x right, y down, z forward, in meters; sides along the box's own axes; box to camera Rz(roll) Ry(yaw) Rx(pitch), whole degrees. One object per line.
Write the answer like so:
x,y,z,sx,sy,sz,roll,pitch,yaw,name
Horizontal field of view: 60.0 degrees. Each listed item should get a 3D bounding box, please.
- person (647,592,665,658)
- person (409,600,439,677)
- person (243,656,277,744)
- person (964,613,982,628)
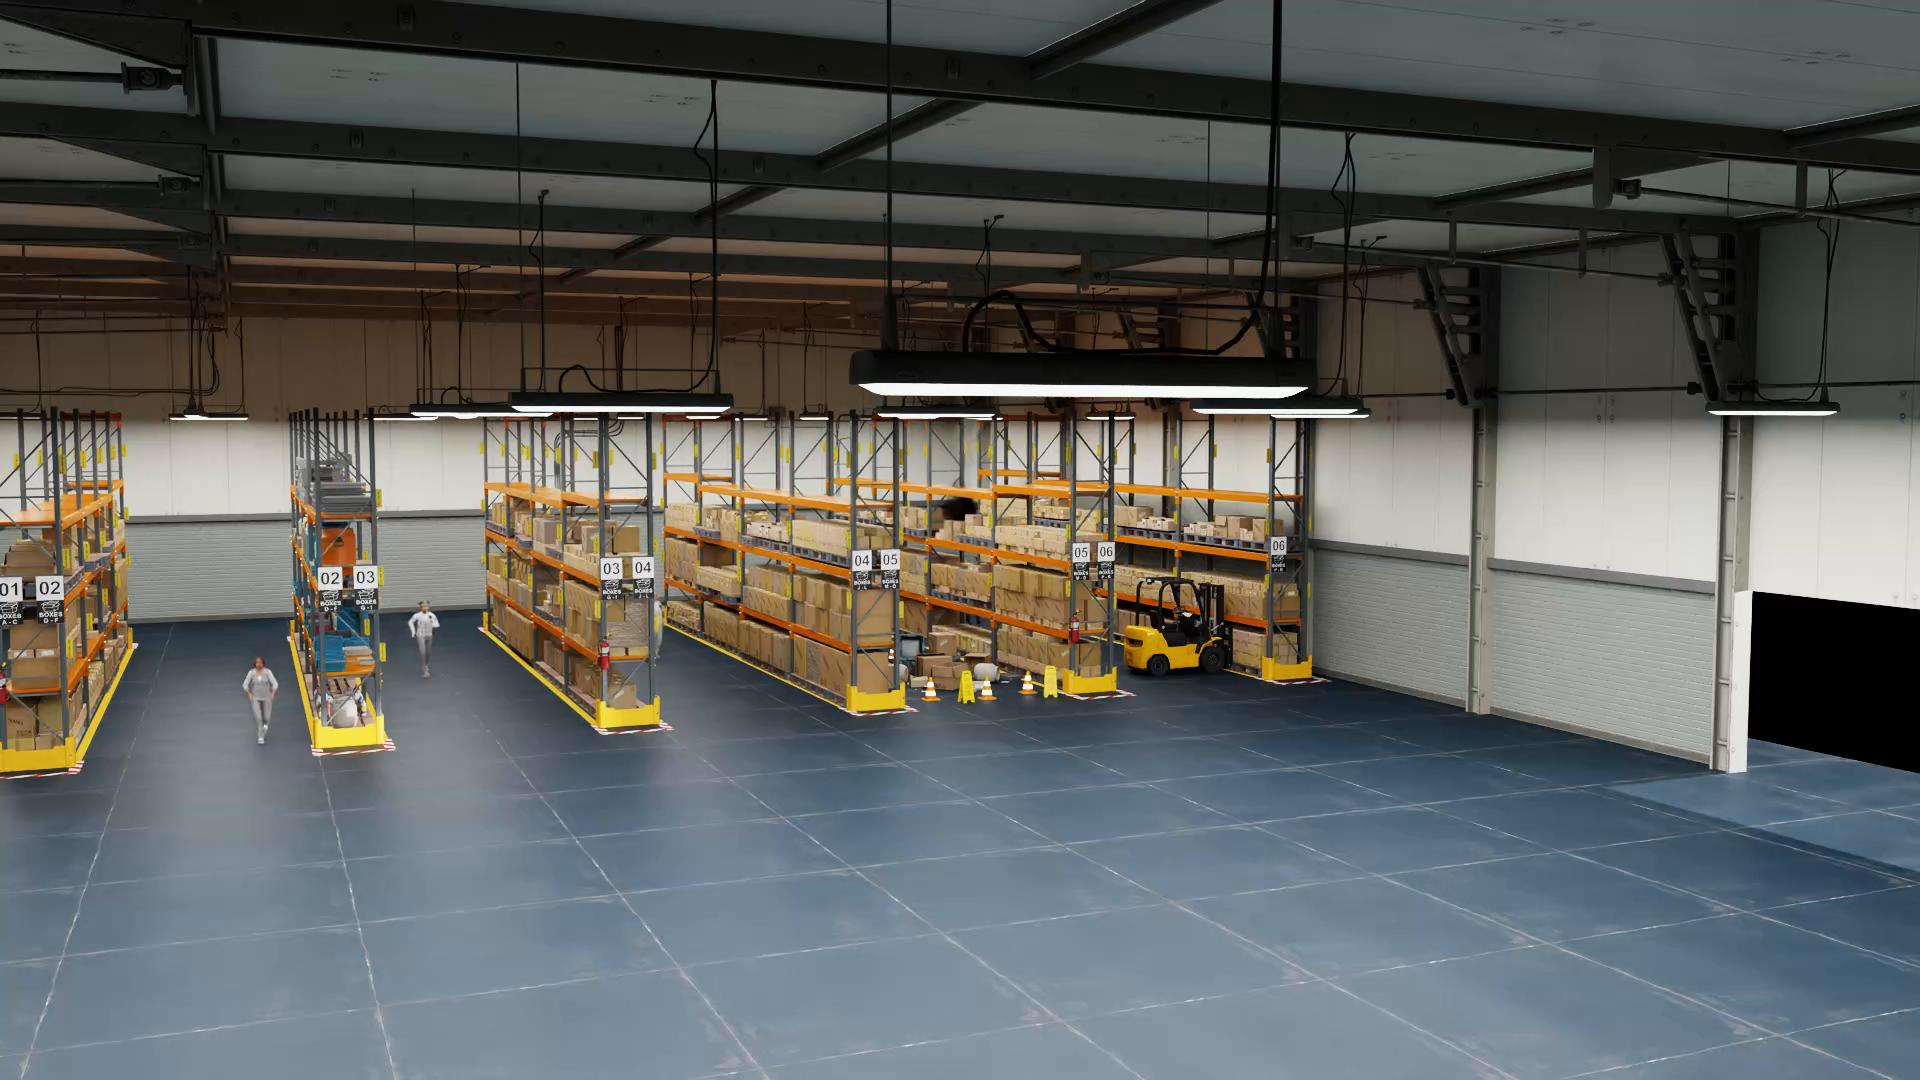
-7.510,2.071,40.781,0.614,1.631,0.575,-2,5,-32,person
-12.145,2.211,37.756,0.604,1.705,0.914,-3,5,-32,person
-12.559,2.851,29.850,0.571,1.553,0.621,-2,4,-25,person
0.353,1.715,45.714,0.529,1.632,0.810,-2,5,-30,person
